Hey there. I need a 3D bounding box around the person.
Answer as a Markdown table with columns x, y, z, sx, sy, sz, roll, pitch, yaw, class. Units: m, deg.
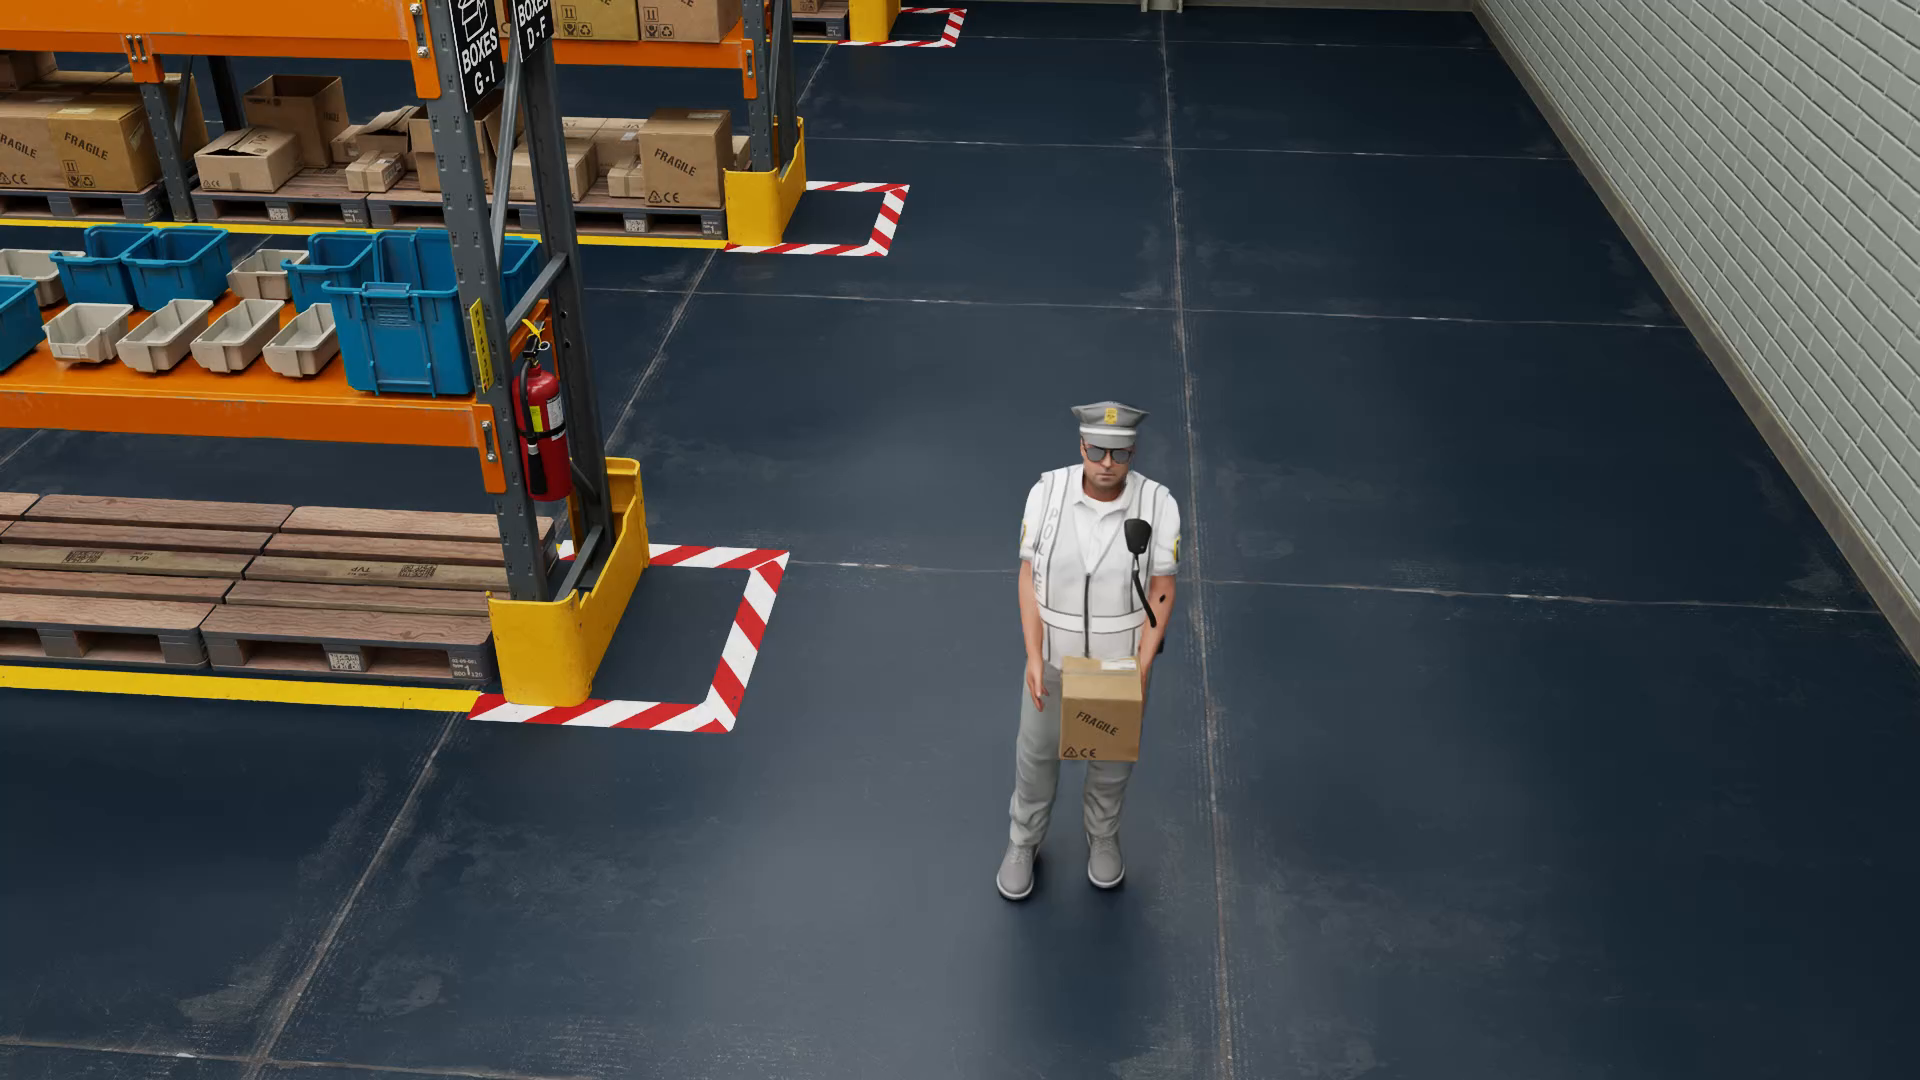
| x | y | z | sx | sy | sz | roll | pitch | yaw | class |
| --- | --- | --- | --- | --- | --- | --- | --- | --- | --- |
| 0.424 | 0.379 | 5.481 | 0.551 | 1.782 | 0.519 | 4 | 32 | 7 | person |
